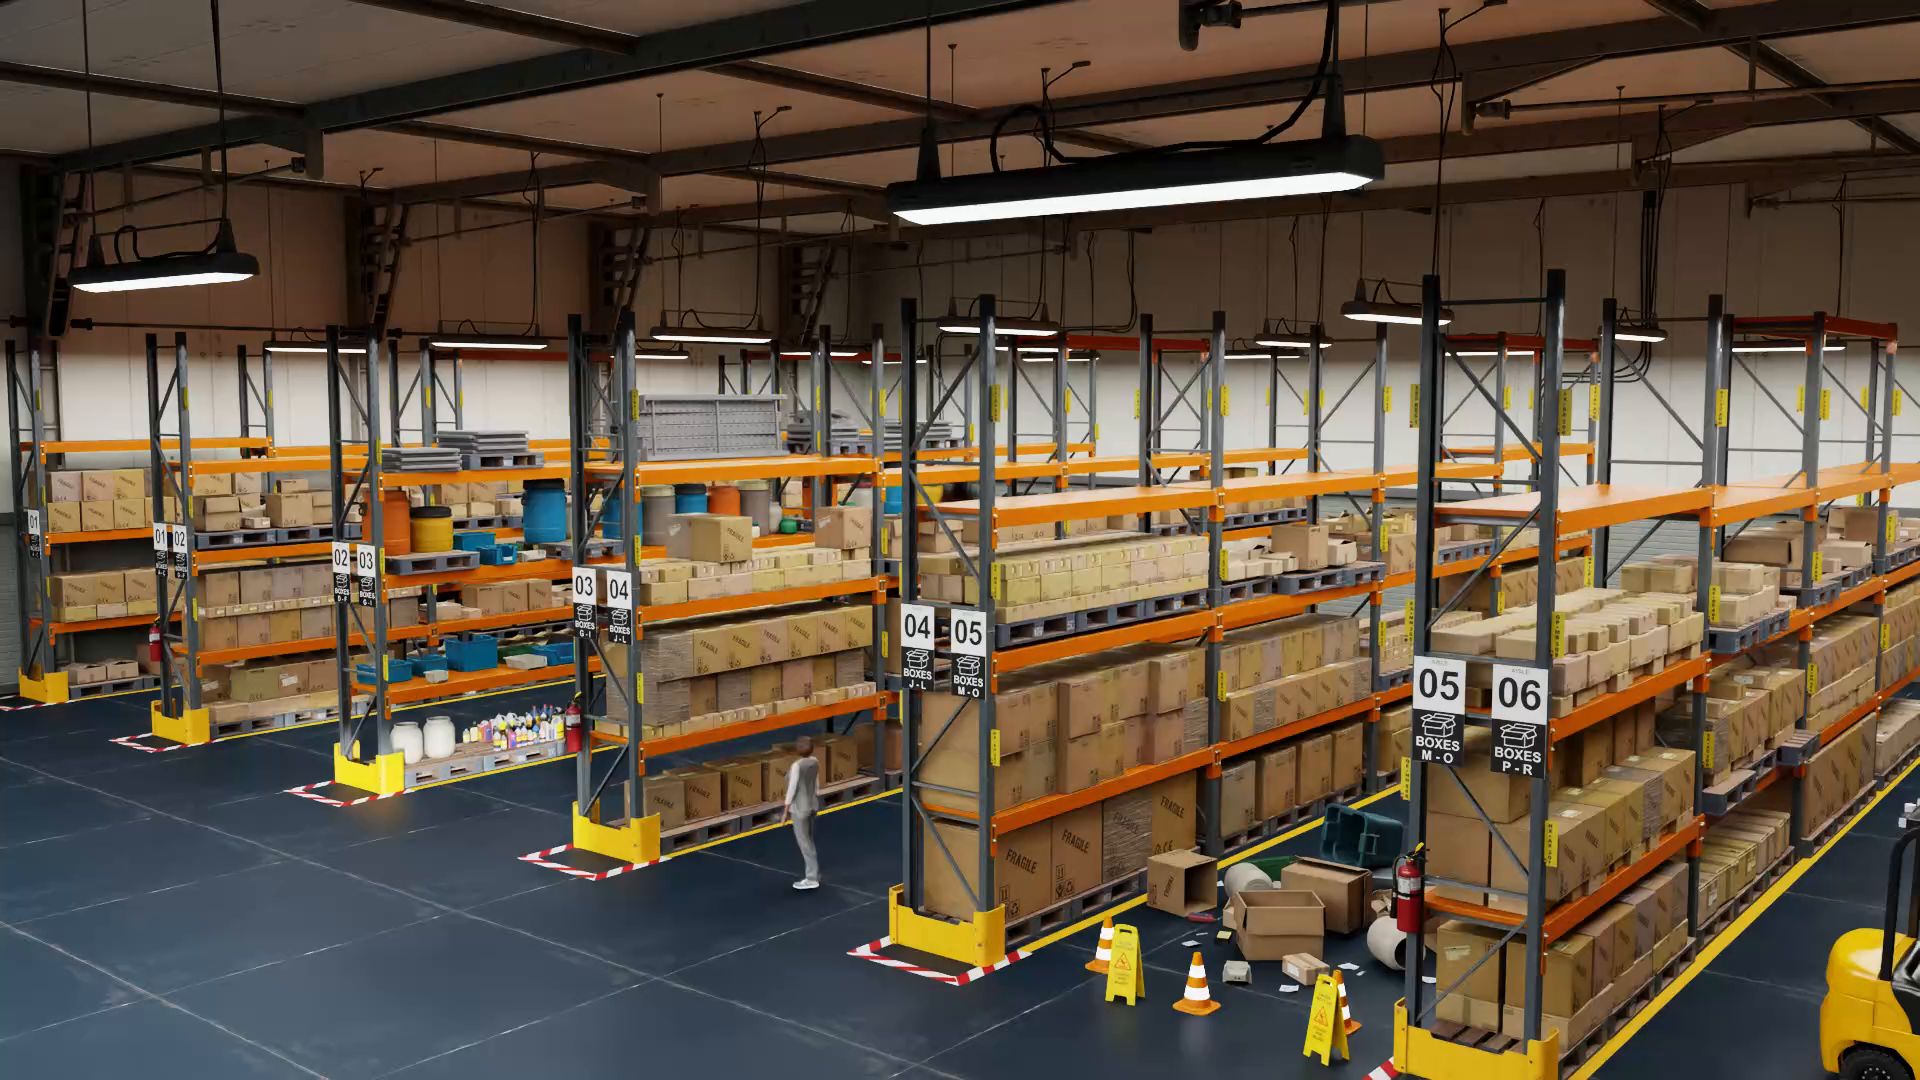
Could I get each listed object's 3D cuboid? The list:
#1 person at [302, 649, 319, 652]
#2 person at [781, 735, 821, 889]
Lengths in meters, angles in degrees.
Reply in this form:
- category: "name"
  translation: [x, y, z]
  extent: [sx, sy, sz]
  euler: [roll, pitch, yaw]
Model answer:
- category: "person"
  translation: [-11.071, 1.741, 28.099]
  extent: [0.668, 1.777, 0.520]
  euler: [-2, 5, -18]
- category: "person"
  translation: [-1.620, 2.827, 17.225]
  extent: [0.382, 1.621, 0.483]
  euler: [2, 6, 24]
